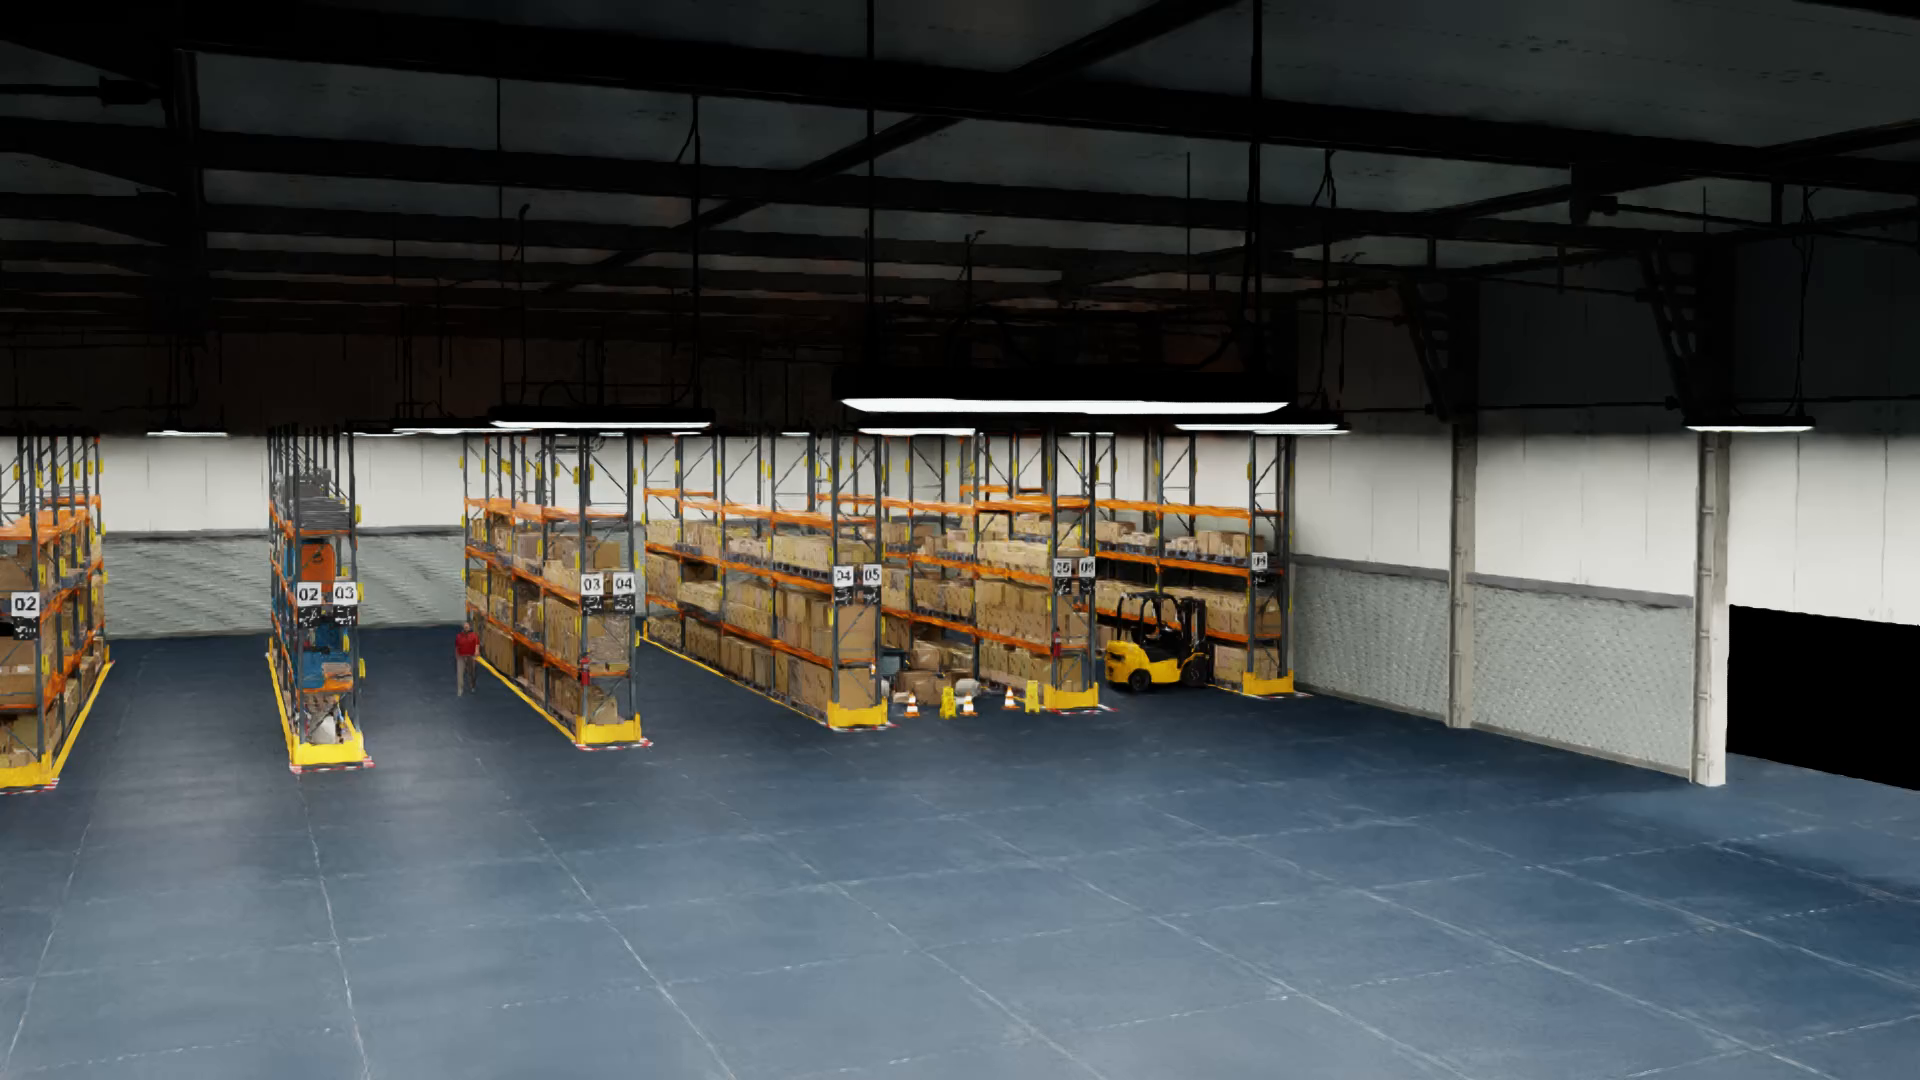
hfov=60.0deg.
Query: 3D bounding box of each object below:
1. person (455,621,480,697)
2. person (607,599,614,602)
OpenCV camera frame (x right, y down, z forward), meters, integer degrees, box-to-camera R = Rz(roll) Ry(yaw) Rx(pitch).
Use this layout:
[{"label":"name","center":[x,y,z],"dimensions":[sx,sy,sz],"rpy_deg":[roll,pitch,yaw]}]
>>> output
[{"label":"person","center":[-10.918,2.626,36.856],"dimensions":[0.533,1.658,1.031],"rpy_deg":[-1,4,-15]},{"label":"person","center":[-10.345,1.878,49.160],"dimensions":[0.565,1.660,0.691],"rpy_deg":[1,4,14]}]
